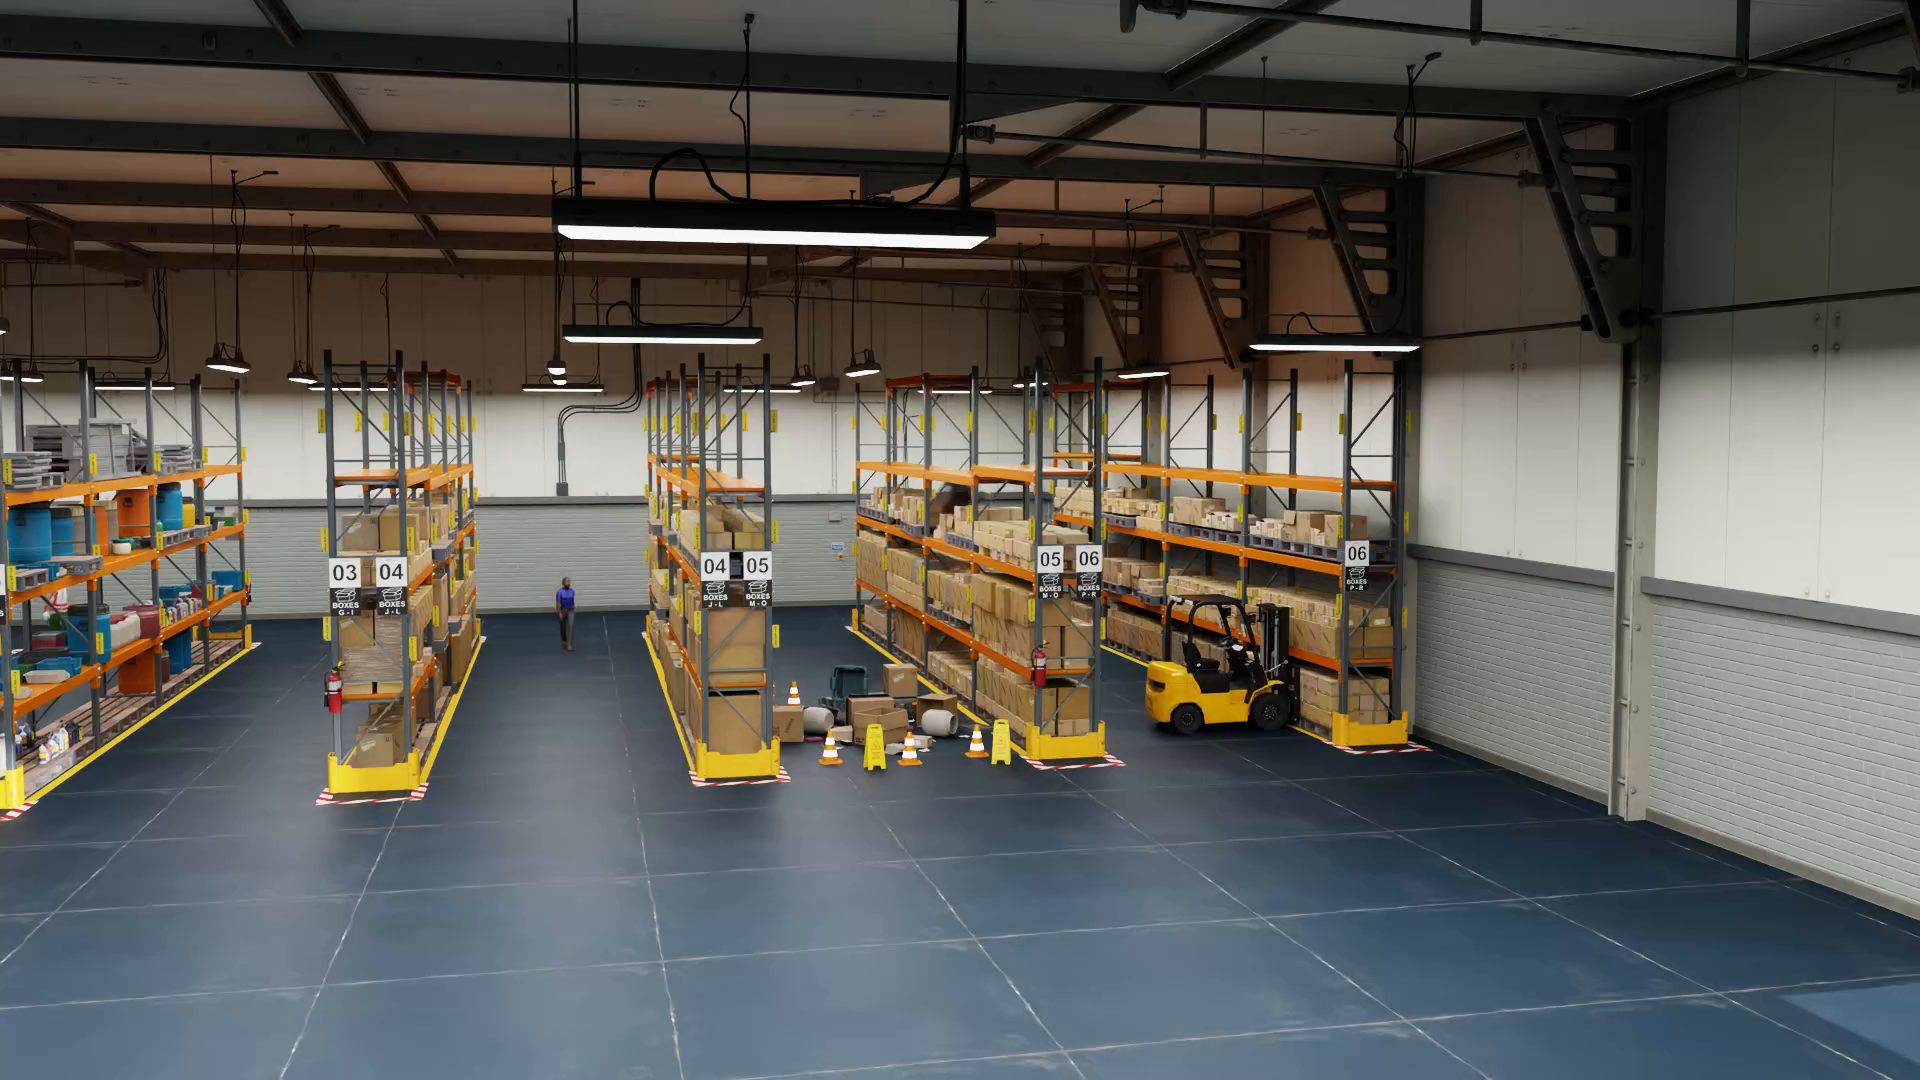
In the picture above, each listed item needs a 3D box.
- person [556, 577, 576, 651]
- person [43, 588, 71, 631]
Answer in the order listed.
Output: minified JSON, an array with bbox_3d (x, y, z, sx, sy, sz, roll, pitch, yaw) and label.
[{"bbox_3d":[-8.751,1.626,36.948,0.410,1.612,0.928,-1,4,-9],"label":"person"},{"bbox_3d":[-19.739,1.580,36.388,0.656,1.752,0.728,-3,5,-40],"label":"person"}]
